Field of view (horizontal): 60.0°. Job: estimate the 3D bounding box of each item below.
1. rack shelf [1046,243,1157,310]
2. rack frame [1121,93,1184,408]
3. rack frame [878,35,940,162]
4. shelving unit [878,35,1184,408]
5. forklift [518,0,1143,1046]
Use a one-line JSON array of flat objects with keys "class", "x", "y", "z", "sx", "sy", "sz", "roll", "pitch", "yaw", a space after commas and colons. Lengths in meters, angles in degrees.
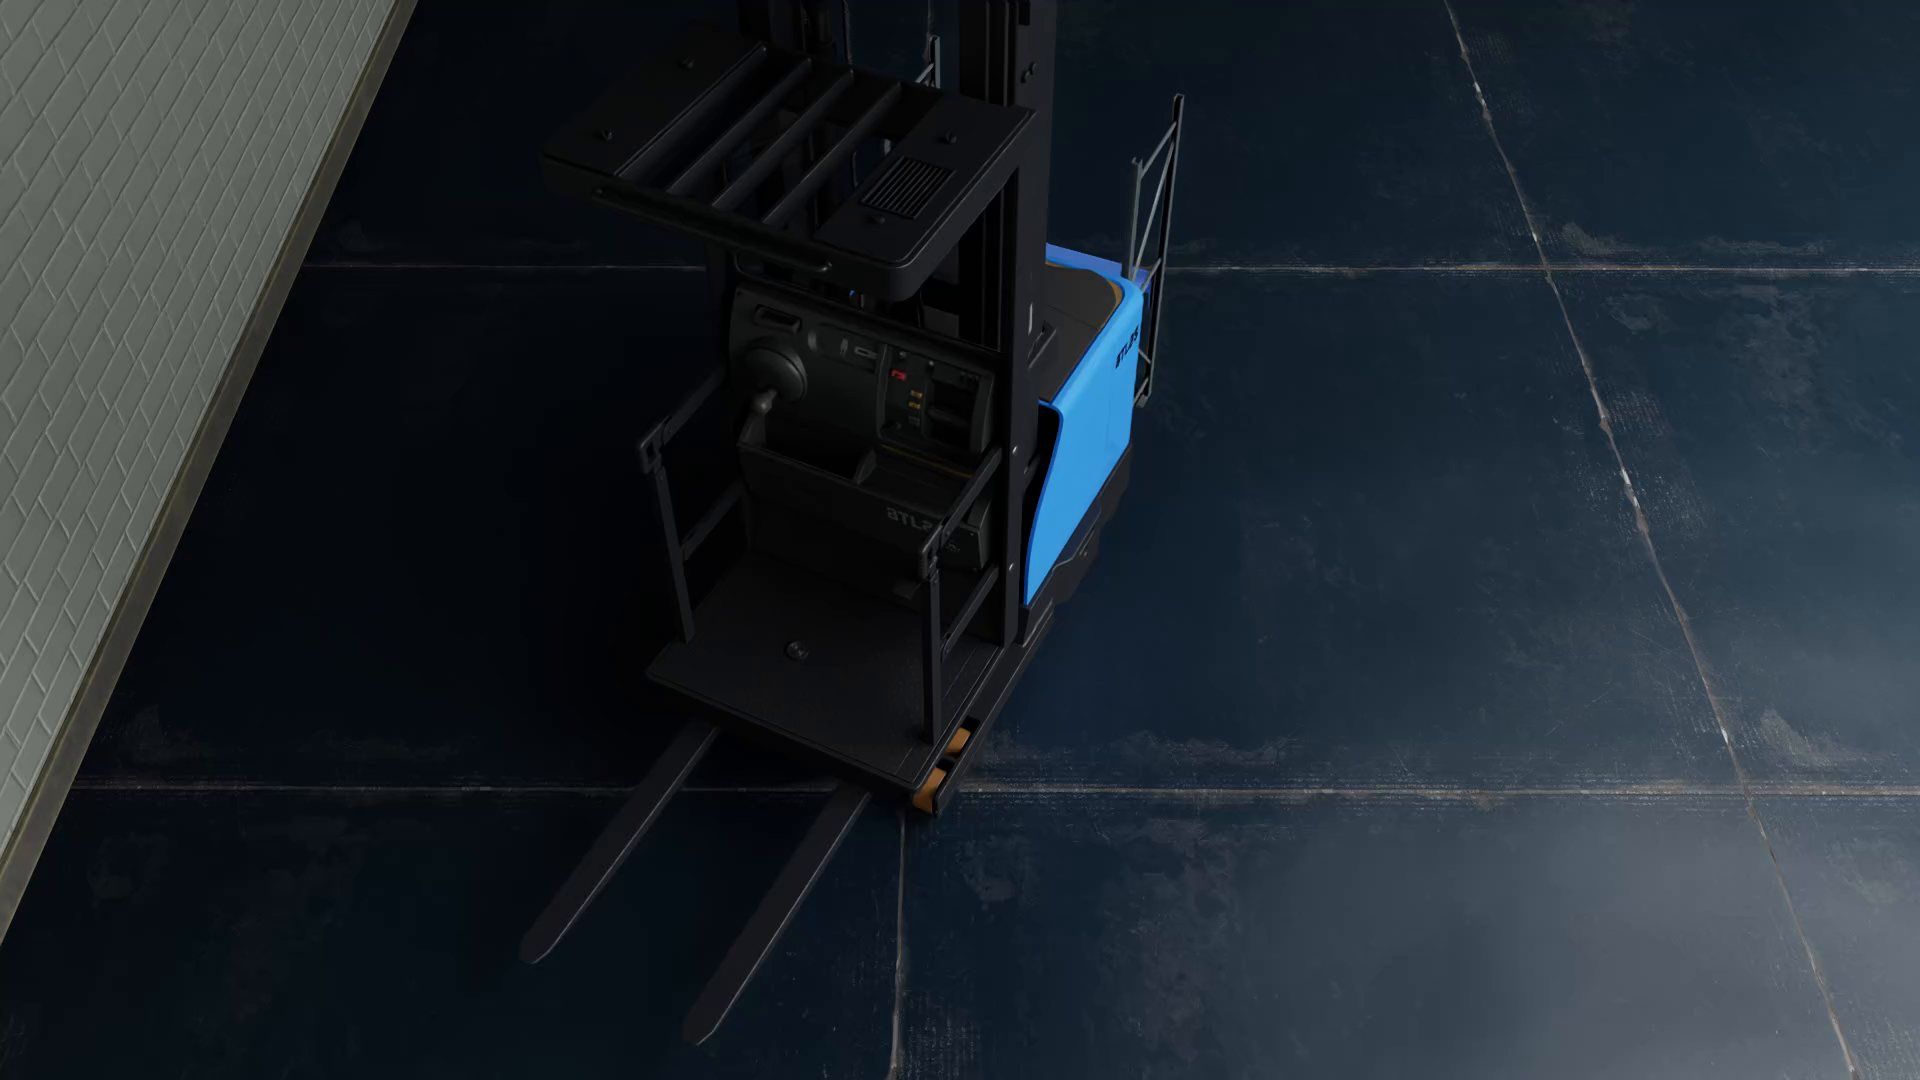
[{"class": "rack shelf", "x": 0.266, "y": -1.033, "z": 6.933, "sx": 1.000, "sy": 0.185, "sz": 0.538, "roll": 18, "pitch": 50, "yaw": 16}, {"class": "rack frame", "x": 0.729, "y": -1.002, "z": 6.658, "sx": 0.032, "sy": 1.500, "sz": 0.500, "roll": 18, "pitch": 50, "yaw": 16}, {"class": "rack frame", "x": -0.197, "y": -1.310, "z": 6.944, "sx": 0.032, "sy": 1.500, "sz": 0.500, "roll": 18, "pitch": 50, "yaw": 16}, {"class": "shelving unit", "x": 0.266, "y": -1.156, "z": 6.801, "sx": 1.048, "sy": 1.500, "sz": 0.538, "roll": 18, "pitch": 50, "yaw": 16}, {"class": "forklift", "x": -0.415, "y": -0.416, "z": 5.135, "sx": 1.130, "sy": 2.935, "sz": 3.031, "roll": 20, "pitch": 50, "yaw": 18}]
